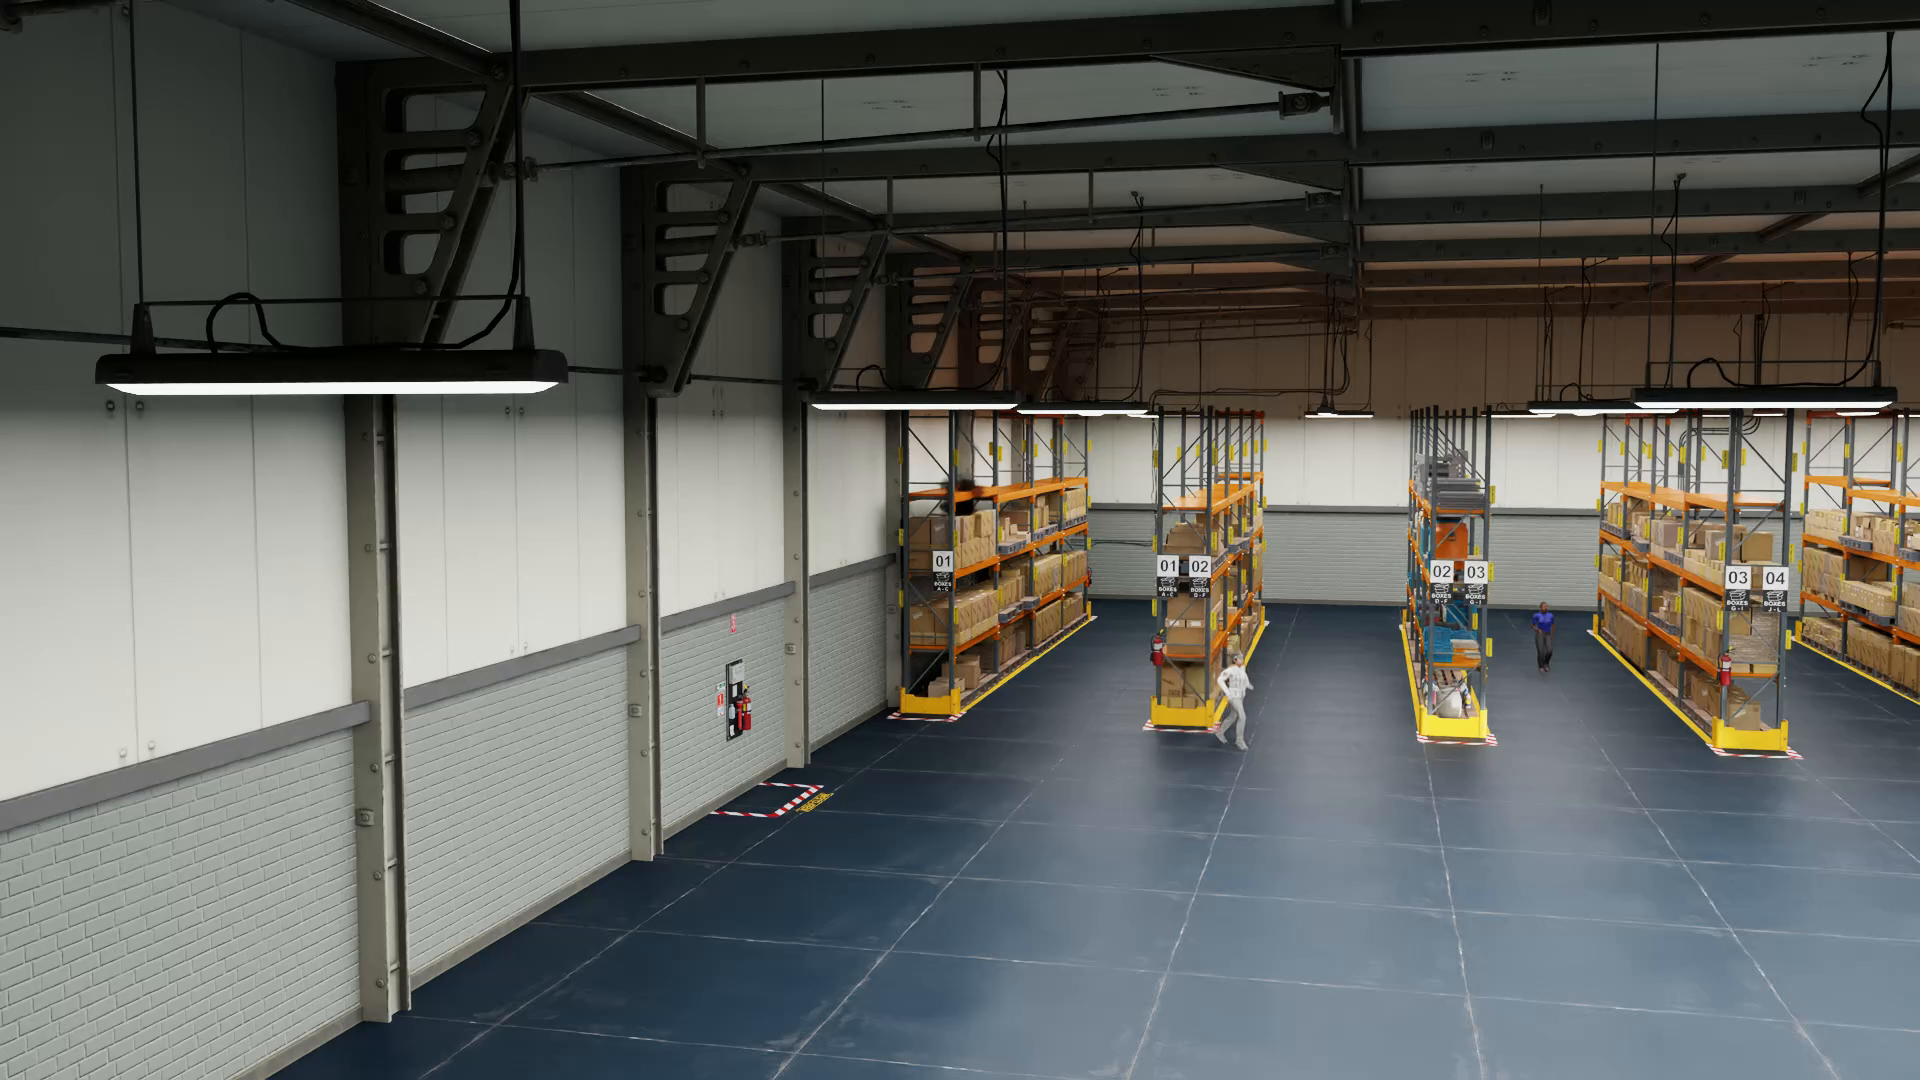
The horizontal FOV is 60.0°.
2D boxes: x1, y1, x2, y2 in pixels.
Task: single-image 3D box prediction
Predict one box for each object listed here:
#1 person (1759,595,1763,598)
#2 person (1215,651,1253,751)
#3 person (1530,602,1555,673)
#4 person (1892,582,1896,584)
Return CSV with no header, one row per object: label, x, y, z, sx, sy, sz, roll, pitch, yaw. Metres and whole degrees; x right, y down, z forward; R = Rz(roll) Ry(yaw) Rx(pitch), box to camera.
person,20.697,1.718,43.772,0.641,1.859,0.720,-4,6,-44
person,4.798,2.788,29.132,0.751,1.752,0.600,4,6,43
person,13.210,2.214,37.628,0.576,1.609,0.580,1,4,8
person,23.761,1.866,42.341,0.627,1.649,0.664,1,4,9
